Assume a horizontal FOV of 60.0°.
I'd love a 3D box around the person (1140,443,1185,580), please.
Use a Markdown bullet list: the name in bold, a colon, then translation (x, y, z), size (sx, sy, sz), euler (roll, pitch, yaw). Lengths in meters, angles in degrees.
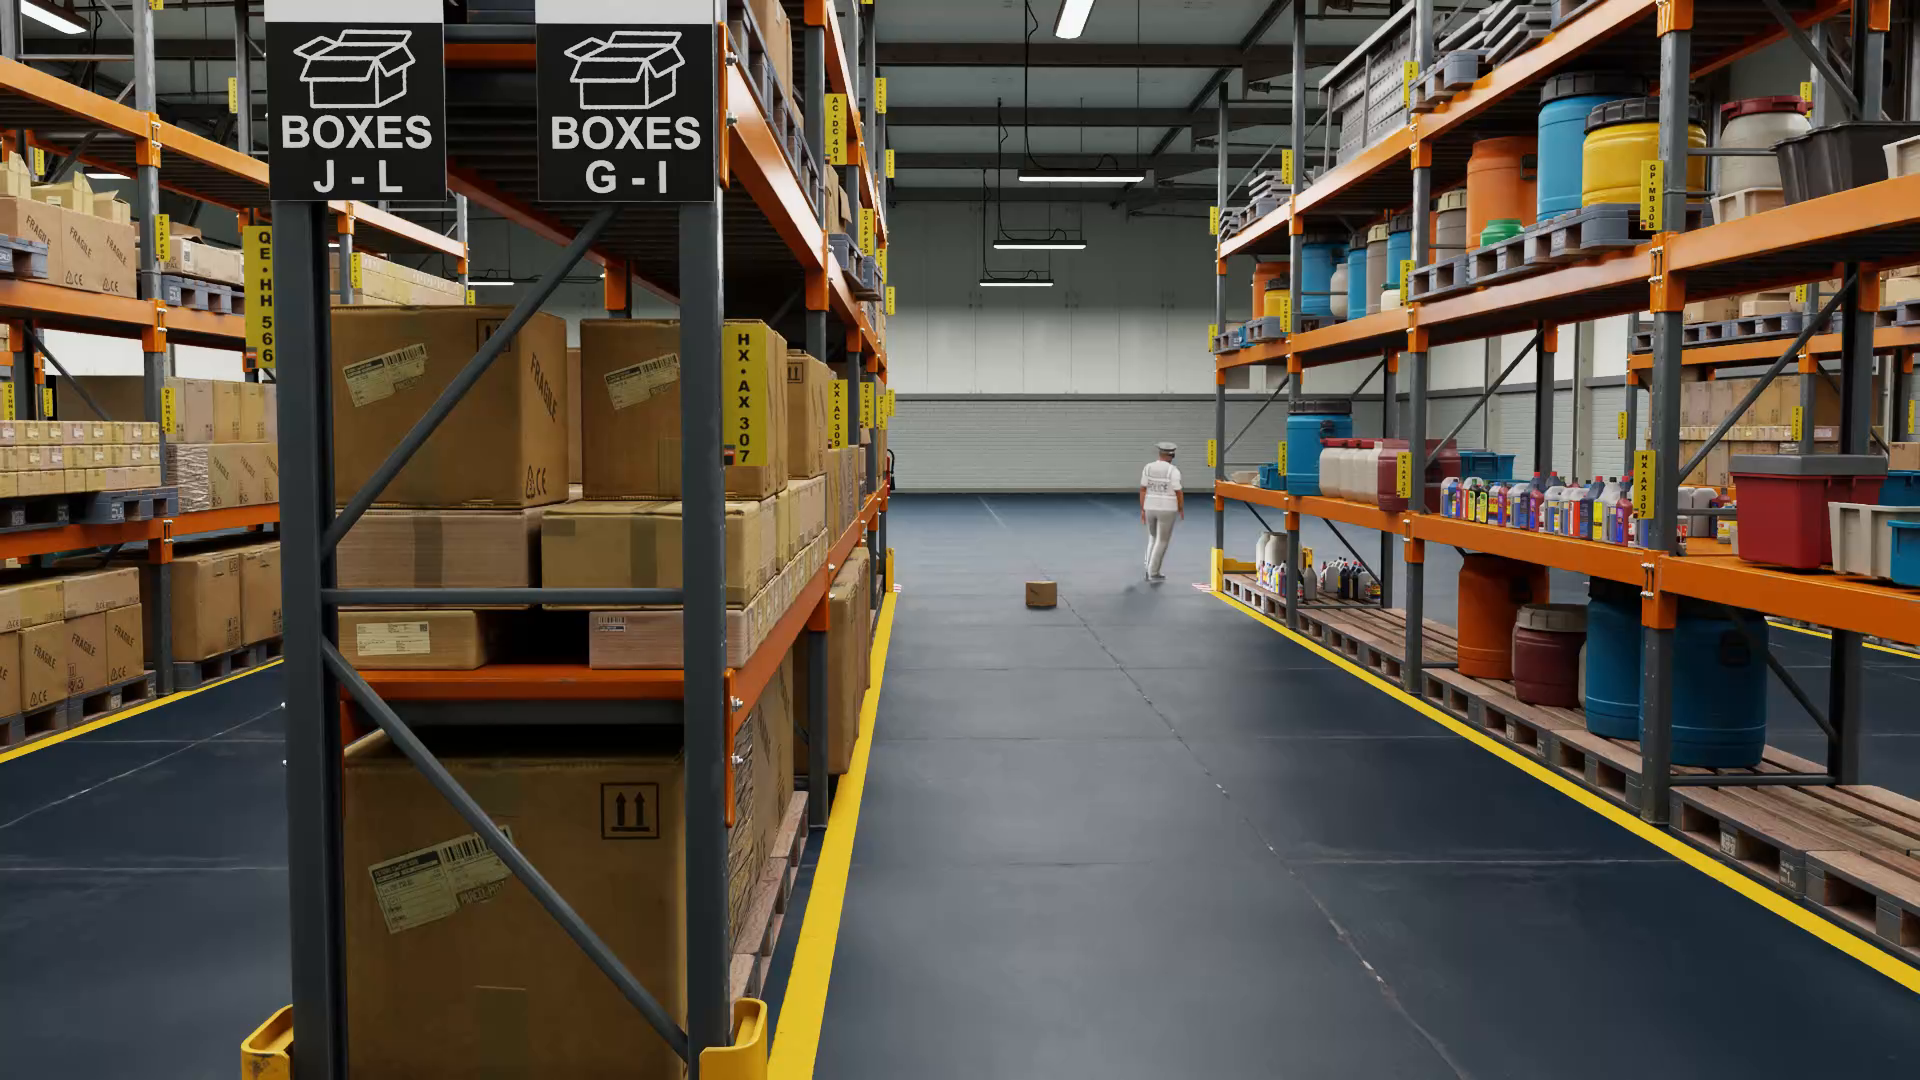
- **person**: translation (2.567, -0.321, 21.028), size (0.588, 1.808, 0.595), euler (3, 5, 38)
